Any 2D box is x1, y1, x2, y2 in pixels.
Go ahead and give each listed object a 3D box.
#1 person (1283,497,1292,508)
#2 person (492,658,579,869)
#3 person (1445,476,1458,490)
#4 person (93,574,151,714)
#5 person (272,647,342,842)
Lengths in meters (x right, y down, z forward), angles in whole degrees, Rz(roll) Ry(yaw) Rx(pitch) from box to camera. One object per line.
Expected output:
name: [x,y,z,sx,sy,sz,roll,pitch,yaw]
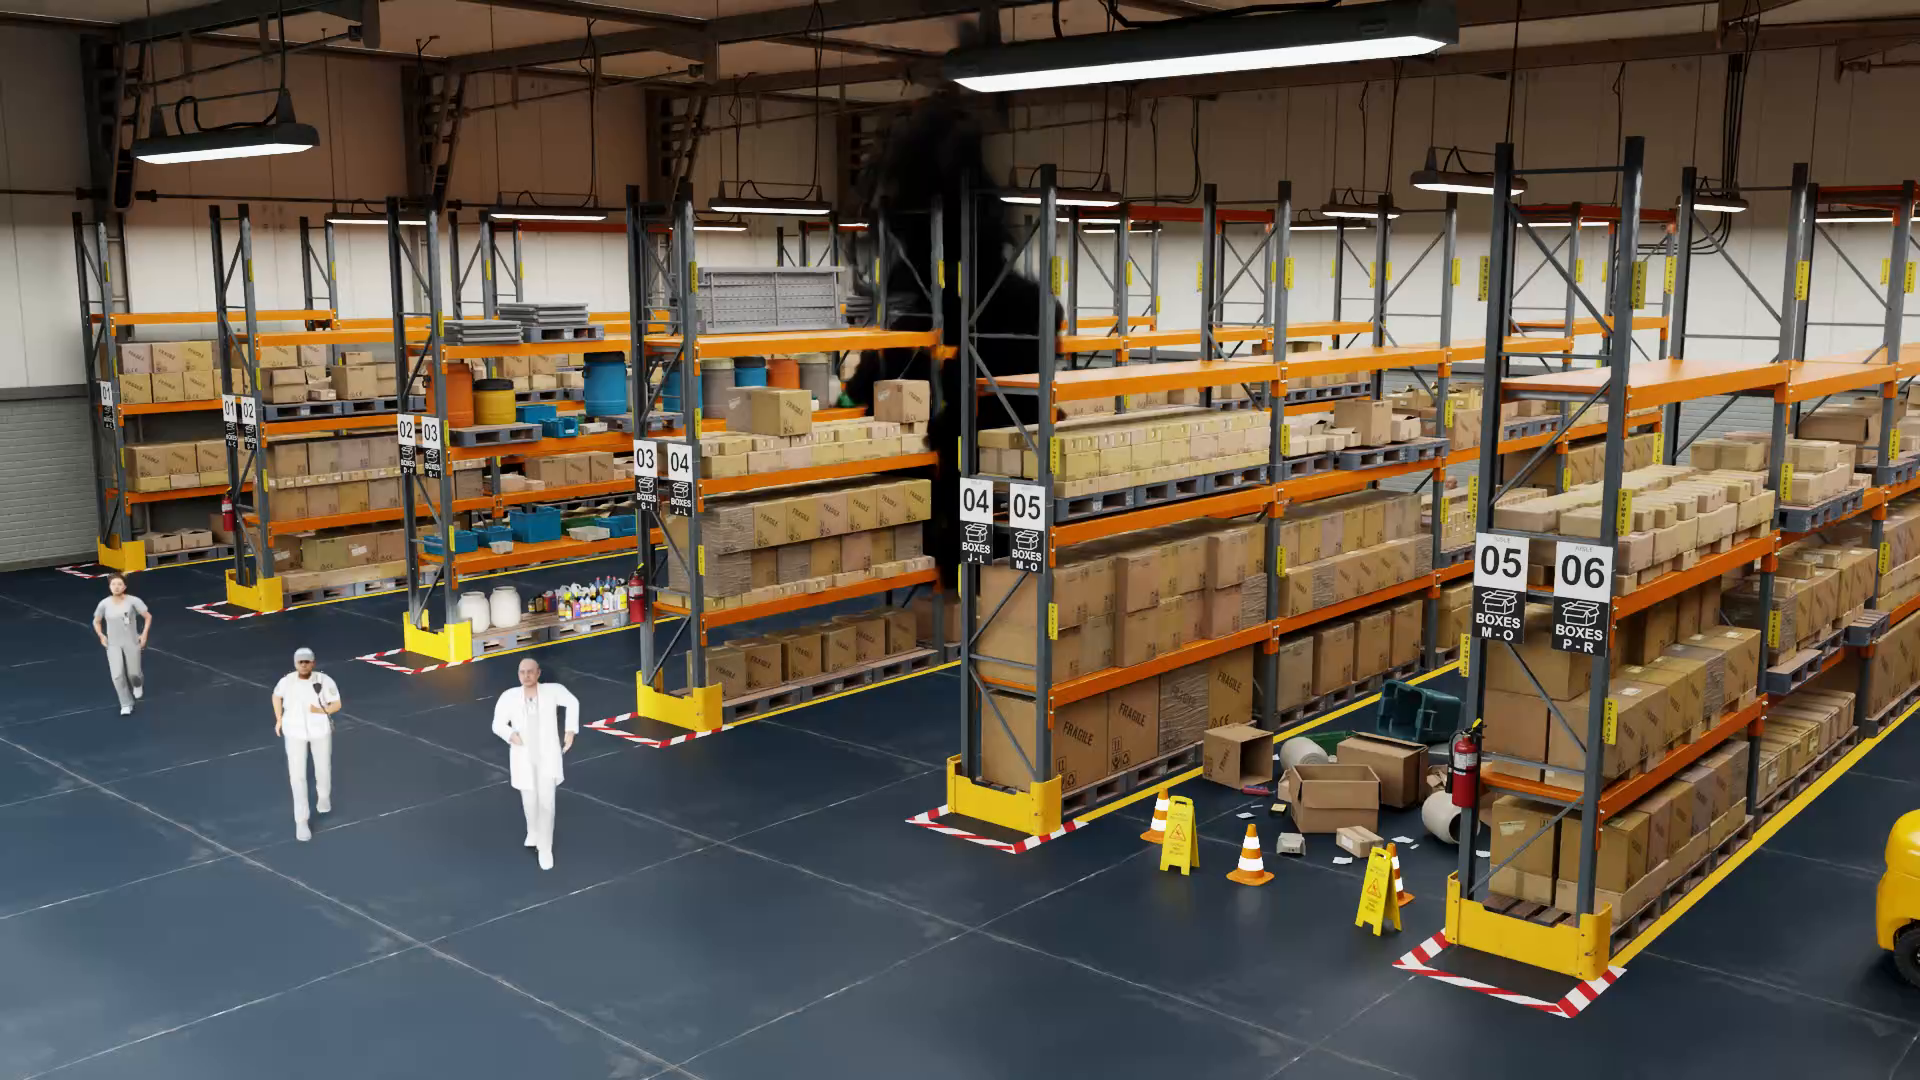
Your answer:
person: [5.056,0.125,25.673,0.591,1.691,0.755,8,13,41]
person: [-3.697,1.926,14.520,0.713,1.820,0.826,-1,10,-7]
person: [7.922,-0.125,26.682,0.988,1.840,0.729,-9,13,-42]
person: [-9.682,1.183,19.257,0.609,1.624,0.601,-3,10,-20]
person: [-5.986,1.815,15.288,0.594,1.689,0.877,-4,10,-21]
